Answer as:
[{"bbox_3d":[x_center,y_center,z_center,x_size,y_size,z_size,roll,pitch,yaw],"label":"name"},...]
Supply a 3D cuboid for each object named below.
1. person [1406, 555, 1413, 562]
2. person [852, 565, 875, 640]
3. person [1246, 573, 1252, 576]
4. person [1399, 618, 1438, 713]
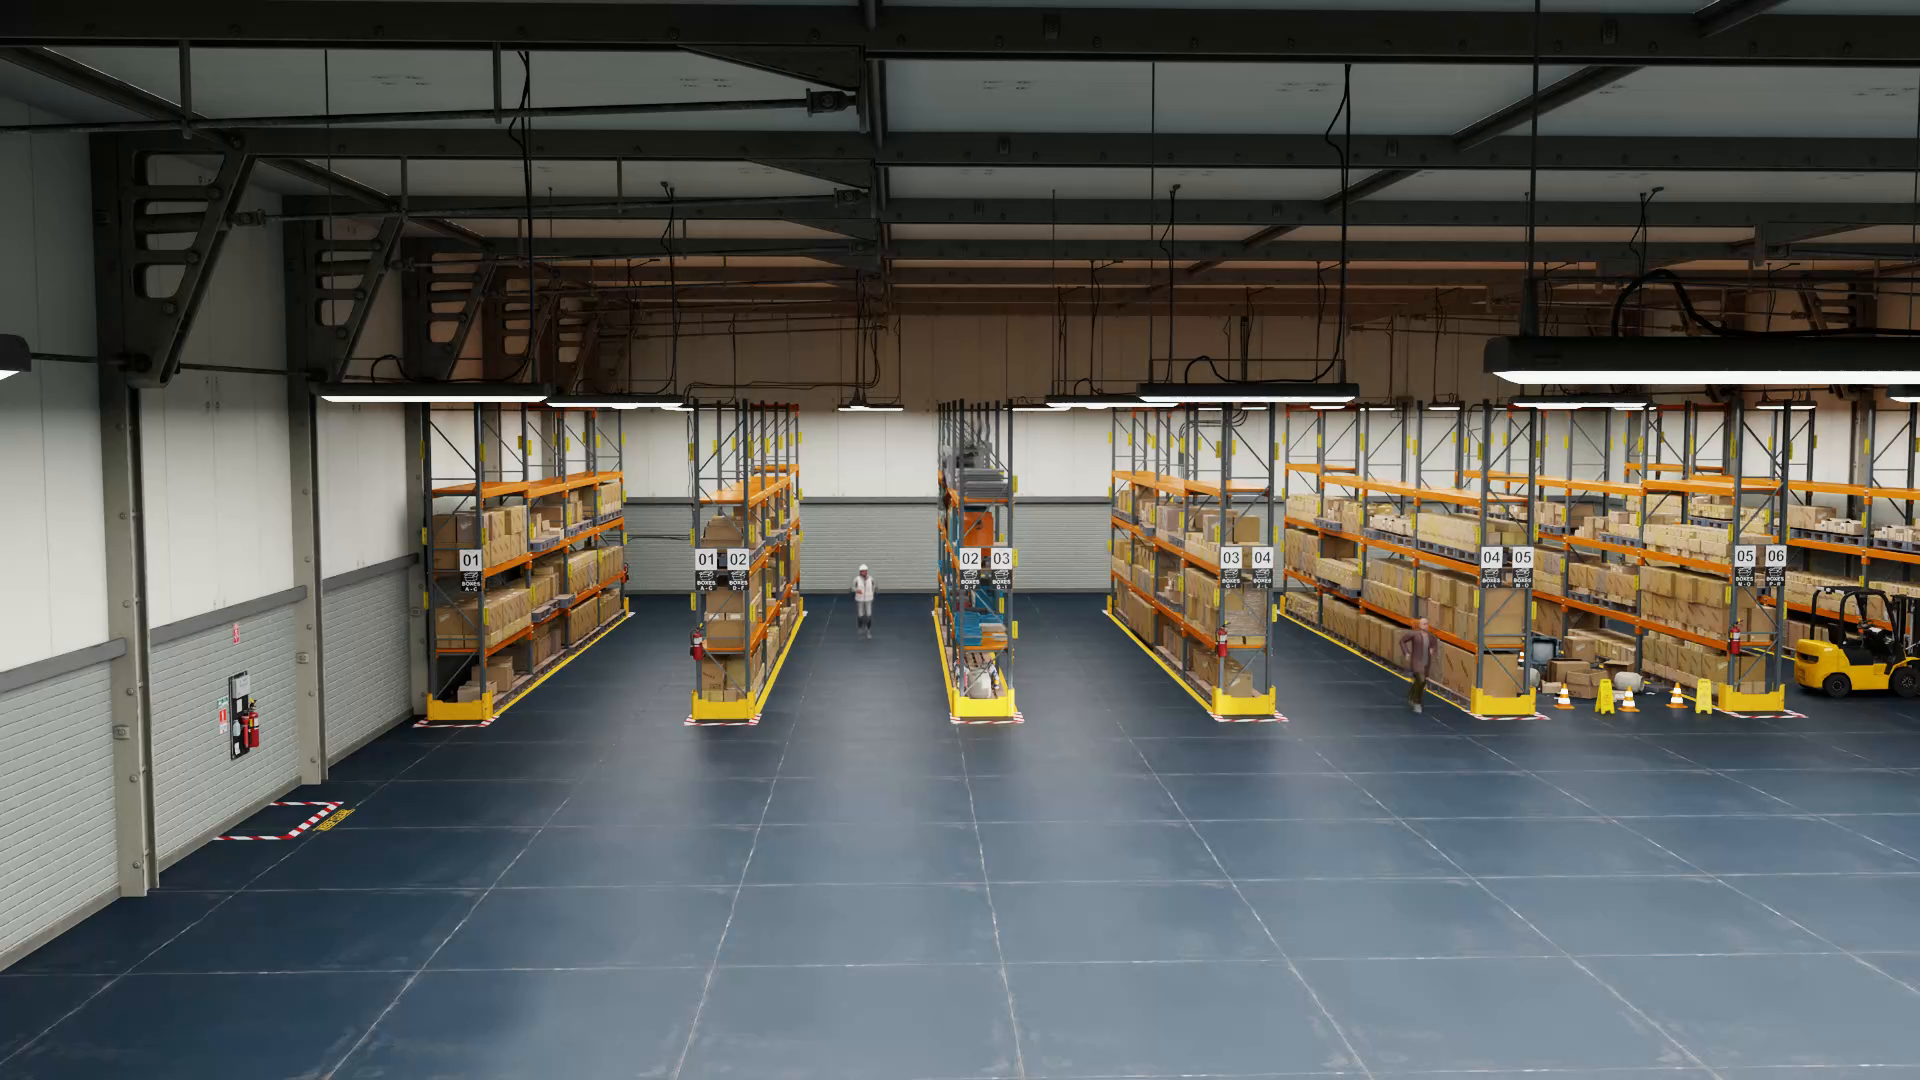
[{"bbox_3d":[13.321,1.119,49.226,0.929,1.660,0.570,0,4,-3],"label":"person"},{"bbox_3d":[-2.371,1.522,40.978,0.602,1.841,0.809,-1,4,-7],"label":"person"},{"bbox_3d":[8.027,1.310,47.329,0.706,1.700,0.836,2,5,28],"label":"person"},{"bbox_3d":[8.888,2.423,32.131,0.681,1.834,0.784,-1,5,-19],"label":"person"}]
